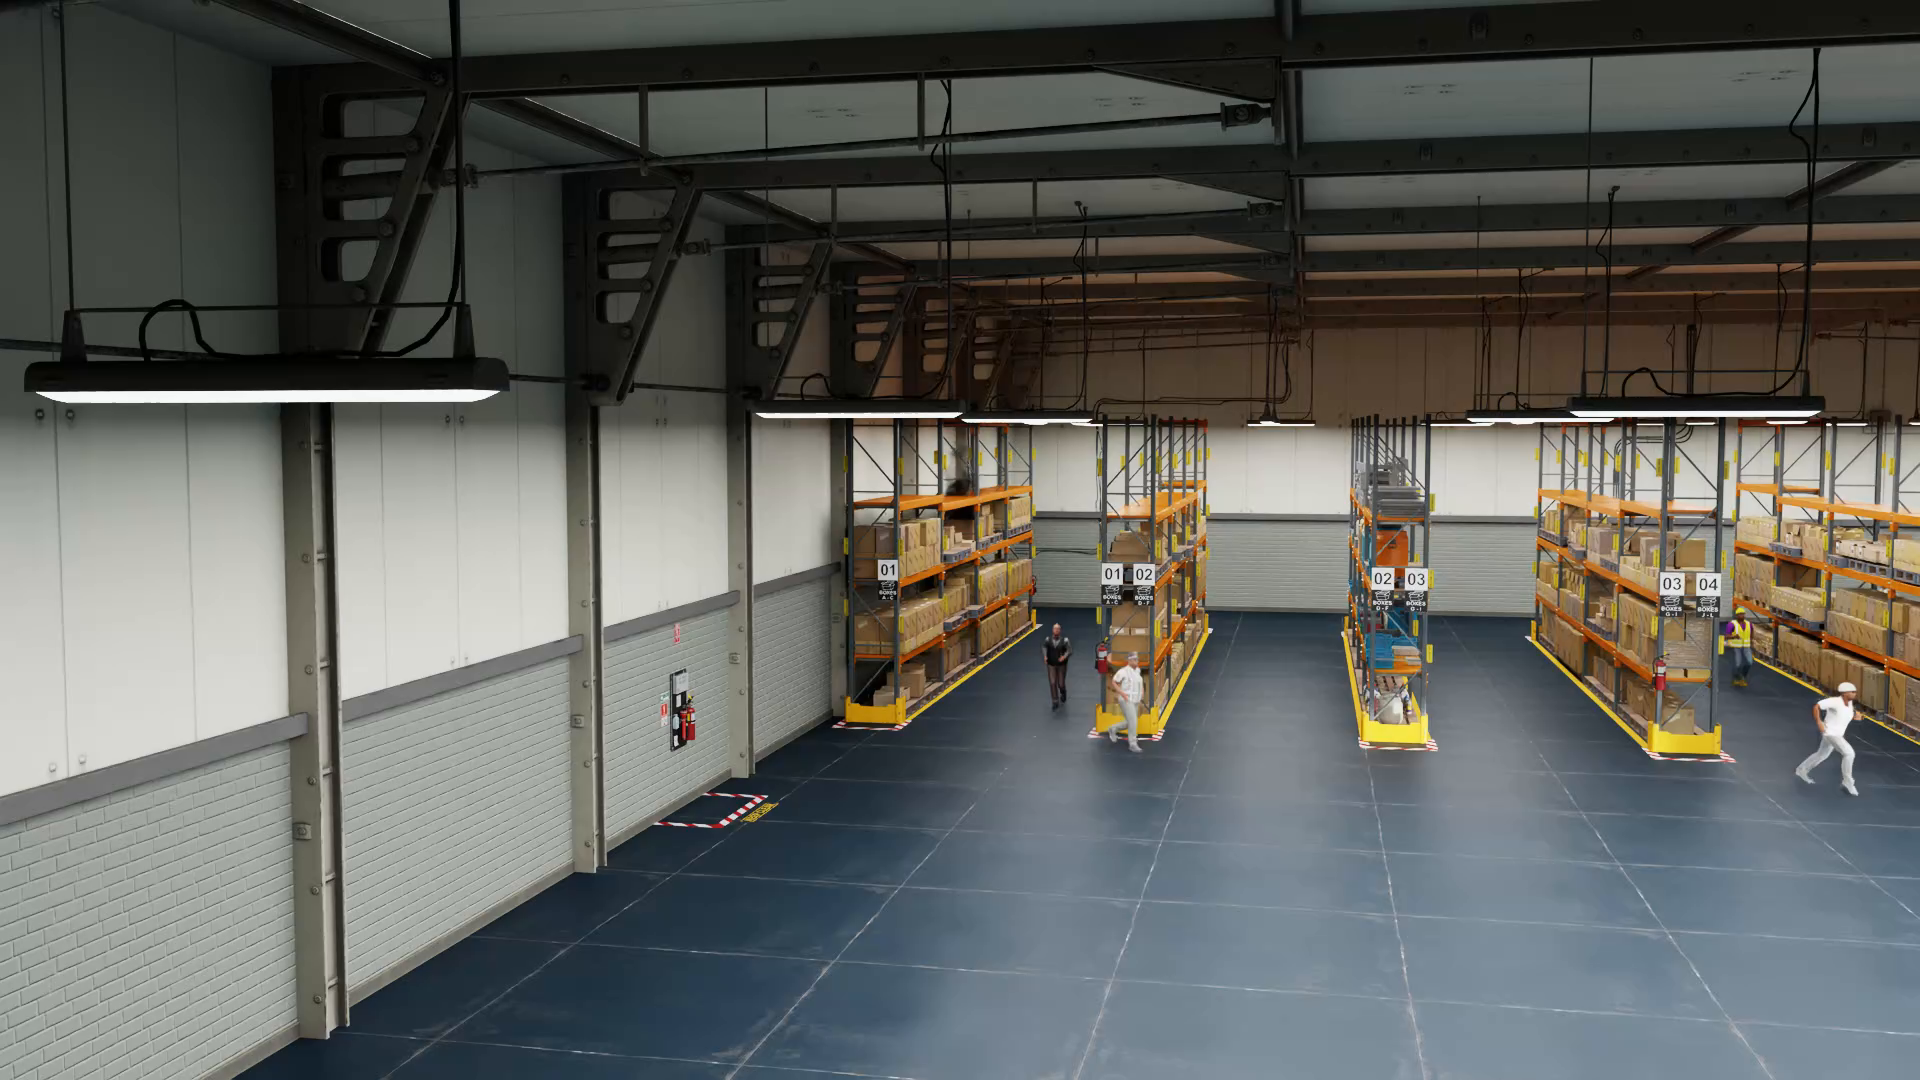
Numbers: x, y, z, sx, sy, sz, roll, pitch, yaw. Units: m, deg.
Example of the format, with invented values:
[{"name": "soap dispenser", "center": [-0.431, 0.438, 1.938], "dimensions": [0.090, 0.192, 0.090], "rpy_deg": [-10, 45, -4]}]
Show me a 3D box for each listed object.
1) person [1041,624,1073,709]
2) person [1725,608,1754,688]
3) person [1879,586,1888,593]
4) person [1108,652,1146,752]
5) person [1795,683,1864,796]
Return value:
[{"name": "person", "center": [1.989, 2.586, 34.218], "dimensions": [0.671, 1.705, 0.796], "rpy_deg": [1, 4, 10]}, {"name": "person", "center": [17.317, 2.397, 36.832], "dimensions": [0.677, 1.772, 0.649], "rpy_deg": [0, 4, 4]}, {"name": "person", "center": [24.838, 1.896, 44.548], "dimensions": [0.664, 1.771, 0.699], "rpy_deg": [0, 4, 2]}, {"name": "person", "center": [3.014, 2.877, 29.841], "dimensions": [0.876, 1.784, 0.691], "rpy_deg": [3, 5, 43]}, {"name": "person", "center": [13.767, 3.111, 26.347], "dimensions": [0.971, 1.777, 0.693], "rpy_deg": [4, 5, 43]}]
